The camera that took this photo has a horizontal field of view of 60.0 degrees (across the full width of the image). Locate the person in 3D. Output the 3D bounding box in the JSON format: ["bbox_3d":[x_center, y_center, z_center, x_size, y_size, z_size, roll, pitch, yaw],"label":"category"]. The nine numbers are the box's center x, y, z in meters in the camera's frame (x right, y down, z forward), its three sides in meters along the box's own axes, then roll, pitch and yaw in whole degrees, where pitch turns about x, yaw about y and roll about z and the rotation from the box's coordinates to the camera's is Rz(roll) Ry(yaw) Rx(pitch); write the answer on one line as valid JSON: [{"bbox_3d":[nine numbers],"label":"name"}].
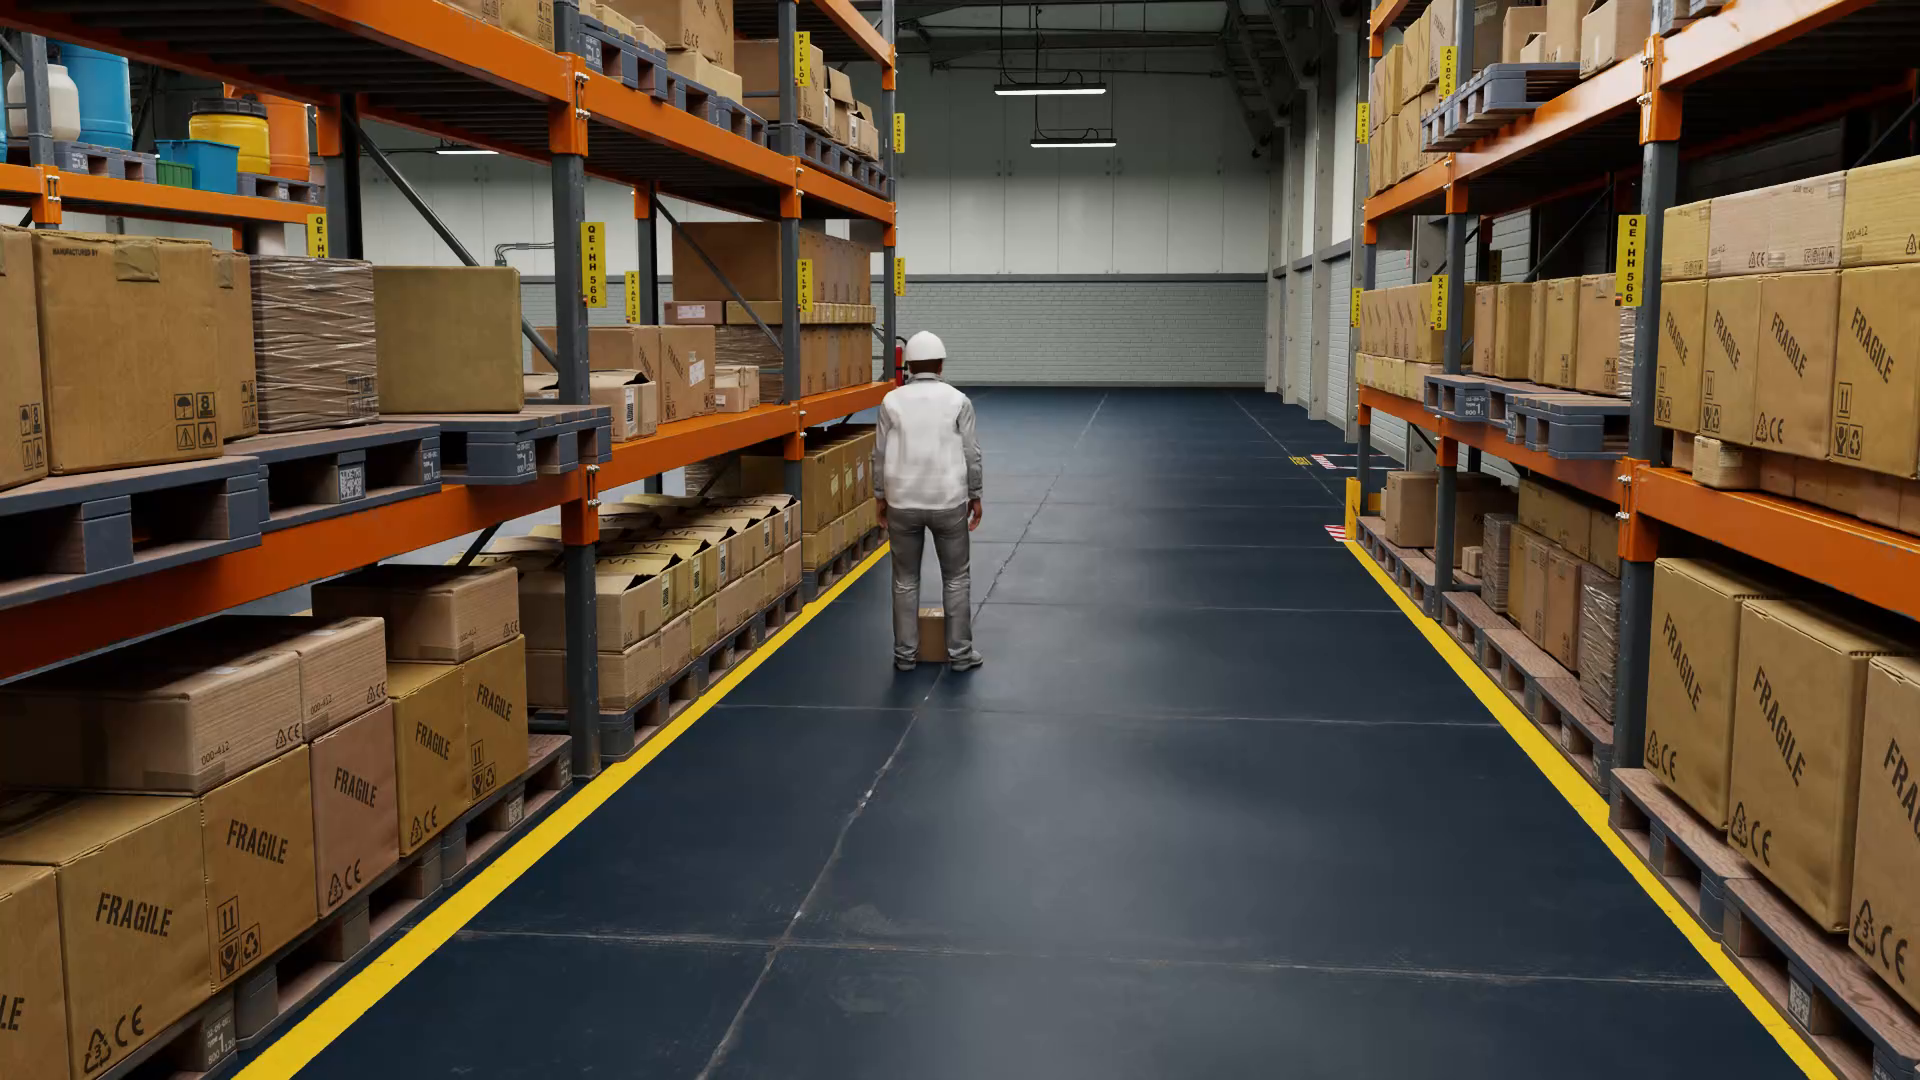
[{"bbox_3d":[-0.168,-0.203,8.722,0.582,1.771,0.465,1,8,6],"label":"person"}]
